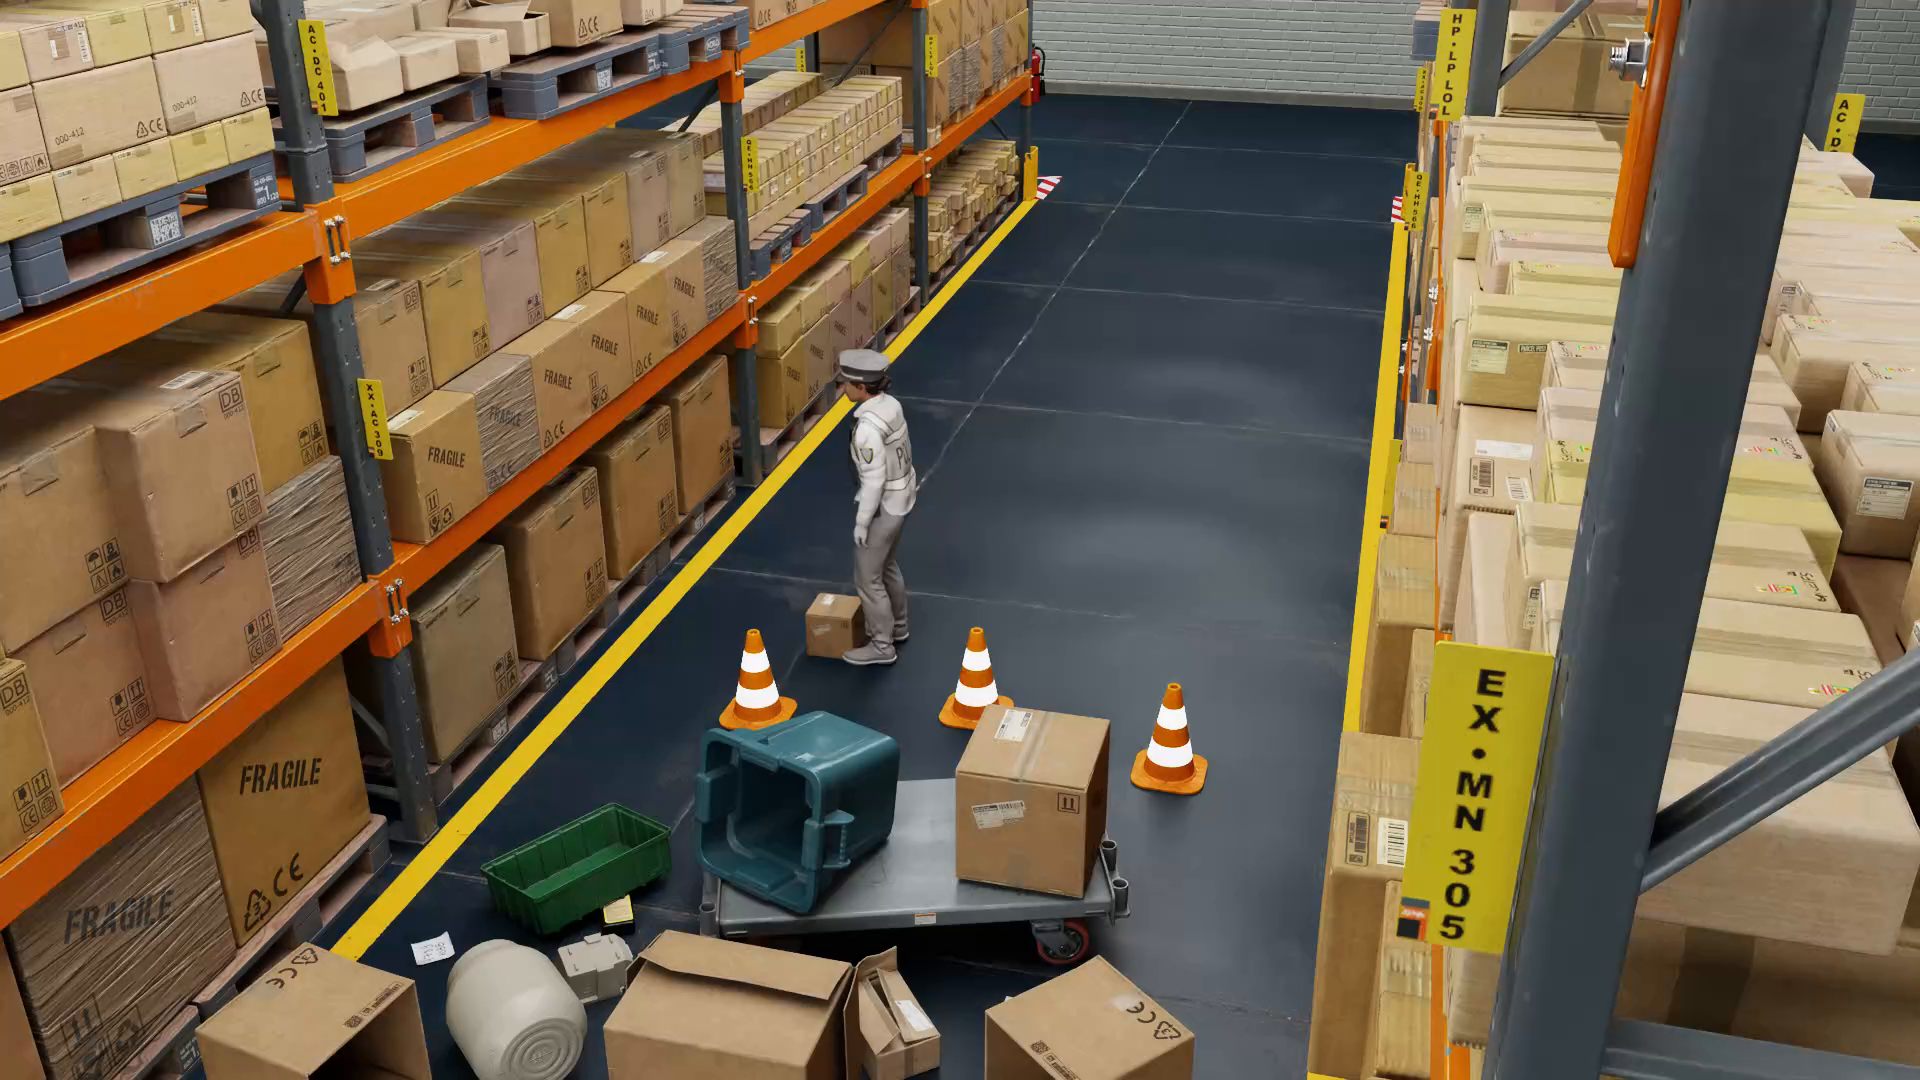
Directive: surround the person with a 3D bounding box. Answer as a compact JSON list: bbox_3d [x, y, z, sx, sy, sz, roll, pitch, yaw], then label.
[{"bbox_3d":[-0.417,-0.158,8.438,0.370,1.663,0.520,5,26,11],"label":"person"}]
